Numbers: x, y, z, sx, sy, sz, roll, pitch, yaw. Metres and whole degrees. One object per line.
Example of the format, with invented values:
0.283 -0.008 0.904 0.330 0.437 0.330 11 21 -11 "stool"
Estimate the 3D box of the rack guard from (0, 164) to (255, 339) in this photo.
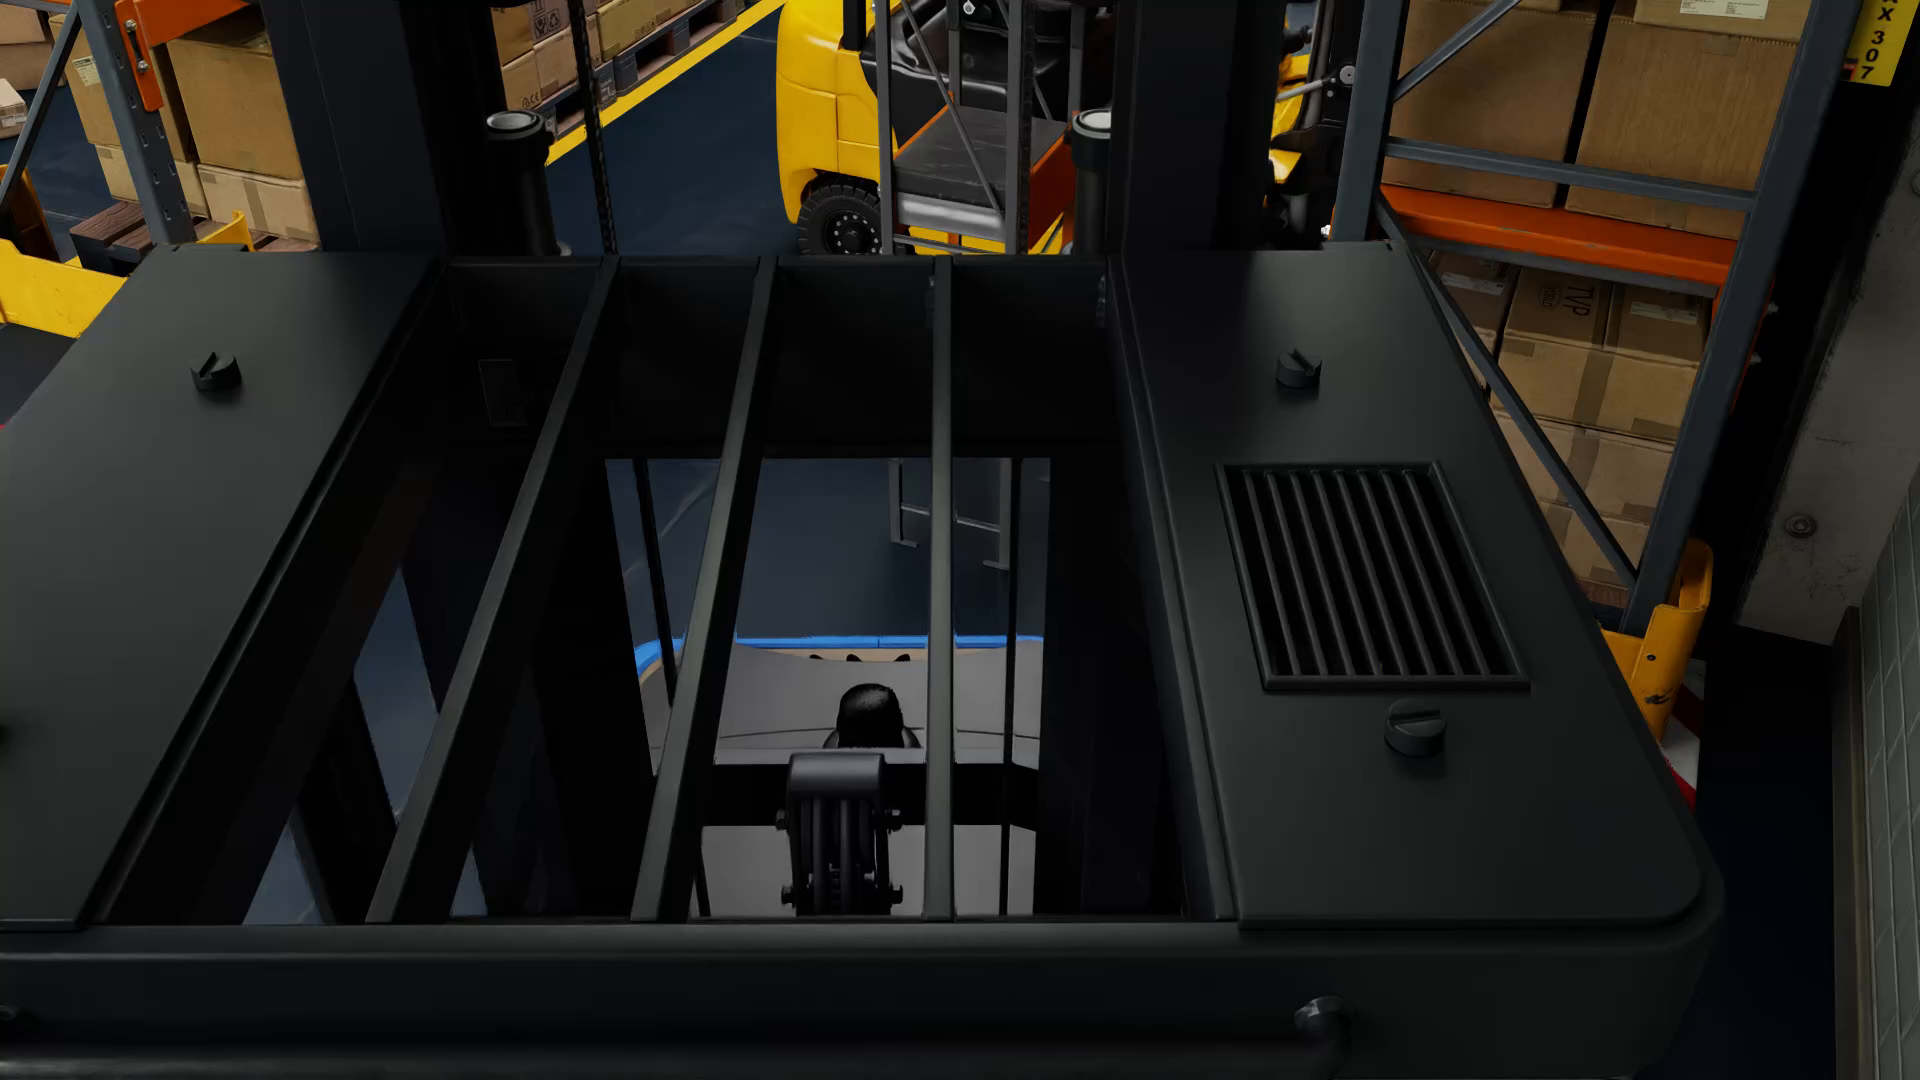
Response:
-3.159 -1.019 6.196 1.175 0.500 0.348 14 39 18 "rack guard"

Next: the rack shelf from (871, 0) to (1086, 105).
0.063 -1.482 4.333 0.431 0.518 0.480 14 39 18 "rack shelf"

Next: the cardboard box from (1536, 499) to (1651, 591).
1.771 -0.144 4.883 0.500 0.250 0.500 14 39 18 "cardboard box"

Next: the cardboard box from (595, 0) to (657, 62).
-1.836 -2.574 8.134 0.500 0.250 0.500 13 39 17 "cardboard box"

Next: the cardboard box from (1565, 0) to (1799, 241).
1.849 -1.101 4.134 0.500 0.500 0.500 15 39 19 "cardboard box"

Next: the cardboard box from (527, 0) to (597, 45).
-2.028 -2.607 7.552 0.500 0.500 0.500 16 40 20 "cardboard box"

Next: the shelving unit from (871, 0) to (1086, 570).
0.063 -0.933 4.744 0.431 2.100 0.503 14 39 18 "shelving unit"

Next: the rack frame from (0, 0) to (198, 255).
-3.188 -1.978 5.391 1.000 3.000 0.127 14 39 18 "rack frame"

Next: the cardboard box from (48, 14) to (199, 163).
-3.125 -1.849 6.537 0.500 0.500 0.500 14 39 18 "cardboard box"

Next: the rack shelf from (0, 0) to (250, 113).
-2.427 -2.798 7.088 1.077 0.370 4.000 14 39 18 "rack shelf"

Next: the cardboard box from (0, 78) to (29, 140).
-4.558 -2.022 7.831 0.250 0.149 0.380 -25 43 -29 "cardboard box"

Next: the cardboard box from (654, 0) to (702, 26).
-1.643 -2.871 8.532 0.500 0.250 0.500 16 40 20 "cardboard box"

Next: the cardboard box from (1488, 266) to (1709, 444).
1.761 -0.540 4.578 0.500 0.250 0.500 13 39 17 "cardboard box"

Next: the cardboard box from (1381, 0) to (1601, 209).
1.348 -1.222 4.296 0.500 0.500 0.500 13 39 17 "cardboard box"

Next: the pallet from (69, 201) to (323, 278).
-2.817 -1.345 6.874 1.003 0.211 1.213 14 39 18 "pallet"

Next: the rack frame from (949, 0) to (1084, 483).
0.156 -1.068 4.925 0.400 2.100 0.015 14 39 18 "rack frame"

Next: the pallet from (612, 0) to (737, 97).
-1.889 -2.696 8.681 1.003 0.211 1.213 14 39 18 "pallet"

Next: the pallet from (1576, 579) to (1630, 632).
1.656 -0.166 5.295 1.003 0.211 1.213 14 39 18 "pallet"

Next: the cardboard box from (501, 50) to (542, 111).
-2.228 -2.015 7.386 0.500 0.250 0.500 16 40 21 "cardboard box"

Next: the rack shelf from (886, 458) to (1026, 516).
0.063 -0.361 5.171 0.431 0.518 0.480 14 39 18 "rack shelf"

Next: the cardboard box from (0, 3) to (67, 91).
-4.861 -2.528 8.211 0.797 0.503 0.637 -11 38 -14 "cardboard box"

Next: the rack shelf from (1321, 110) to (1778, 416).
2.165 -1.669 5.578 1.077 0.370 4.000 14 39 18 "rack shelf"

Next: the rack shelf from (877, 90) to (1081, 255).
0.063 -0.922 4.752 0.431 0.518 0.480 14 39 18 "rack shelf"

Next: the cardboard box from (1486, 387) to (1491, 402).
1.300 -0.458 4.885 0.500 0.250 0.500 13 39 17 "cardboard box"

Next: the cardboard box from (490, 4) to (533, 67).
-2.224 -2.309 7.153 0.500 0.500 0.500 15 39 19 "cardboard box"

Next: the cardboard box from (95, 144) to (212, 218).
-3.120 -1.567 6.787 0.500 0.250 0.500 14 39 18 "cardboard box"

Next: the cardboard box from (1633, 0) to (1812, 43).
1.773 -1.278 3.829 0.380 0.149 0.250 13 39 17 "cardboard box"

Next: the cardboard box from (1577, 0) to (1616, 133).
2.027 -1.394 4.526 0.500 0.500 0.500 15 39 19 "cardboard box"

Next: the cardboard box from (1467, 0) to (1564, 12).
1.276 -1.405 3.999 0.380 0.149 0.250 14 39 18 "cardboard box"

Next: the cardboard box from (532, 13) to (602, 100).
-2.034 -2.294 7.759 0.500 0.250 0.500 14 39 18 "cardboard box"

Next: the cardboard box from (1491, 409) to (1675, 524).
1.775 -0.330 4.714 0.500 0.250 0.500 15 39 19 "cardboard box"

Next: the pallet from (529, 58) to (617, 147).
-2.352 -2.018 7.774 1.003 0.211 1.213 14 39 18 "pallet"

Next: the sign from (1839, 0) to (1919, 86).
1.915 -1.098 3.425 0.100 0.325 0.005 14 39 18 "sign"

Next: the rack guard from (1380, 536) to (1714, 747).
1.394 0.165 4.612 1.175 0.500 0.348 14 39 18 "rack guard"

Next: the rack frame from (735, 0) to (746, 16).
-1.666 -4.193 8.354 1.000 3.000 0.127 14 39 18 "rack frame"

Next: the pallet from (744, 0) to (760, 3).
-1.371 -3.508 9.766 1.003 0.211 1.213 14 39 18 "pallet"

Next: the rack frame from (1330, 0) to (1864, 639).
1.404 -0.850 3.881 1.000 3.000 0.127 14 39 18 "rack frame"

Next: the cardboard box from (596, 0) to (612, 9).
-1.835 -2.890 7.930 0.500 0.500 0.500 15 39 19 "cardboard box"

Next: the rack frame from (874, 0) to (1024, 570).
-0.030 -0.798 4.563 0.400 2.100 0.015 14 39 18 "rack frame"

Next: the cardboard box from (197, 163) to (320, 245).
-2.626 -1.429 6.602 0.500 0.250 0.500 14 39 17 "cardboard box"

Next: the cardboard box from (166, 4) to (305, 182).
-2.617 -1.743 6.395 0.500 0.500 0.500 13 39 16 "cardboard box"

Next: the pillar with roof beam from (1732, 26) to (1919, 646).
-1.479 -4.414 3.638 9.100 9.000 0.400 14 39 18 "pillar with roof beam"

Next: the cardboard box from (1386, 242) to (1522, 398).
1.290 -0.643 4.716 0.500 0.250 0.500 15 39 19 "cardboard box"

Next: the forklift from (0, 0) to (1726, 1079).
-0.150 0.748 1.801 1.130 2.935 3.031 0 37 0 "forklift"

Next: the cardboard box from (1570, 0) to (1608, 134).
1.554 -1.507 4.678 0.500 0.500 0.500 15 39 19 "cardboard box"

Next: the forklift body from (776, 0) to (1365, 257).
0.438 -1.975 6.096 2.313 2.155 1.214 14 39 18 "forklift body"
